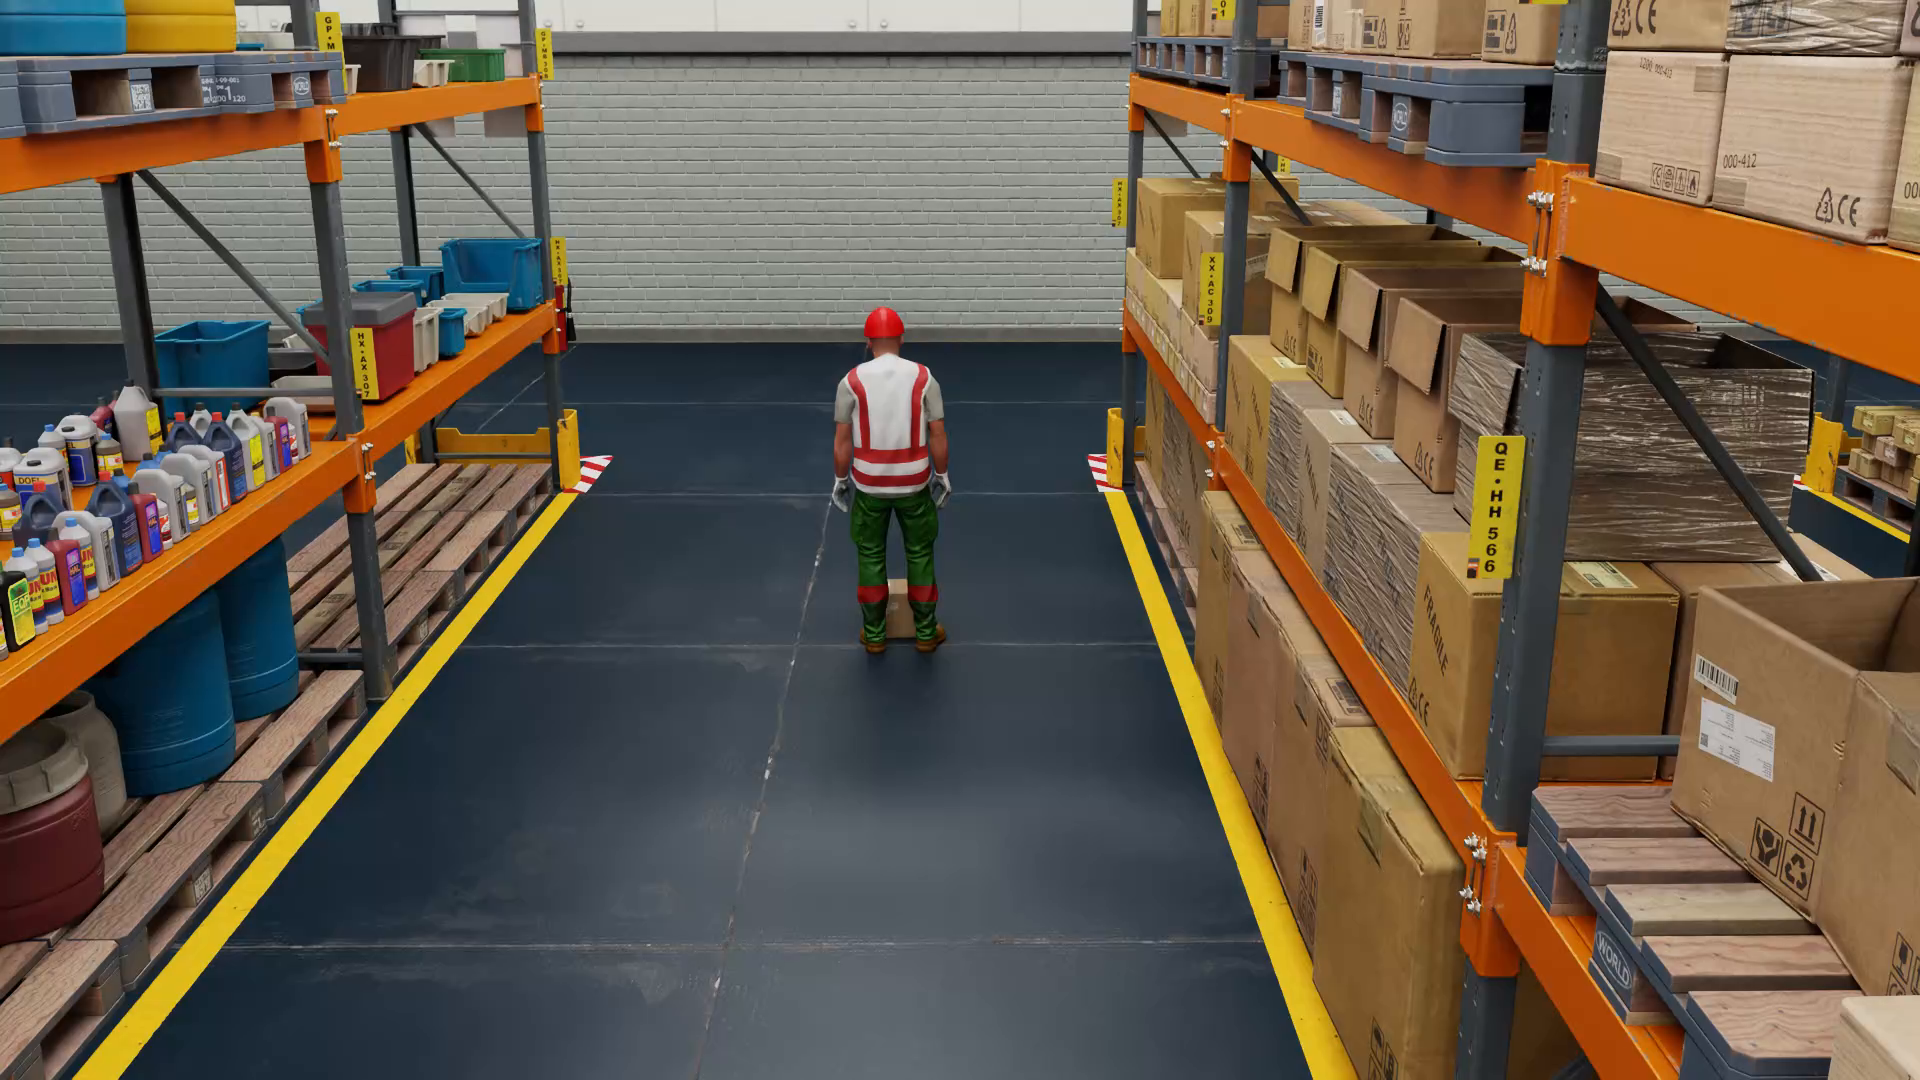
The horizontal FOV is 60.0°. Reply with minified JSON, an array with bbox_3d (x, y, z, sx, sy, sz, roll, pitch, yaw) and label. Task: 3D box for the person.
[{"bbox_3d":[-0.348,-0.295,8.493,0.609,1.774,0.453,-1,17,-4],"label":"person"}]
